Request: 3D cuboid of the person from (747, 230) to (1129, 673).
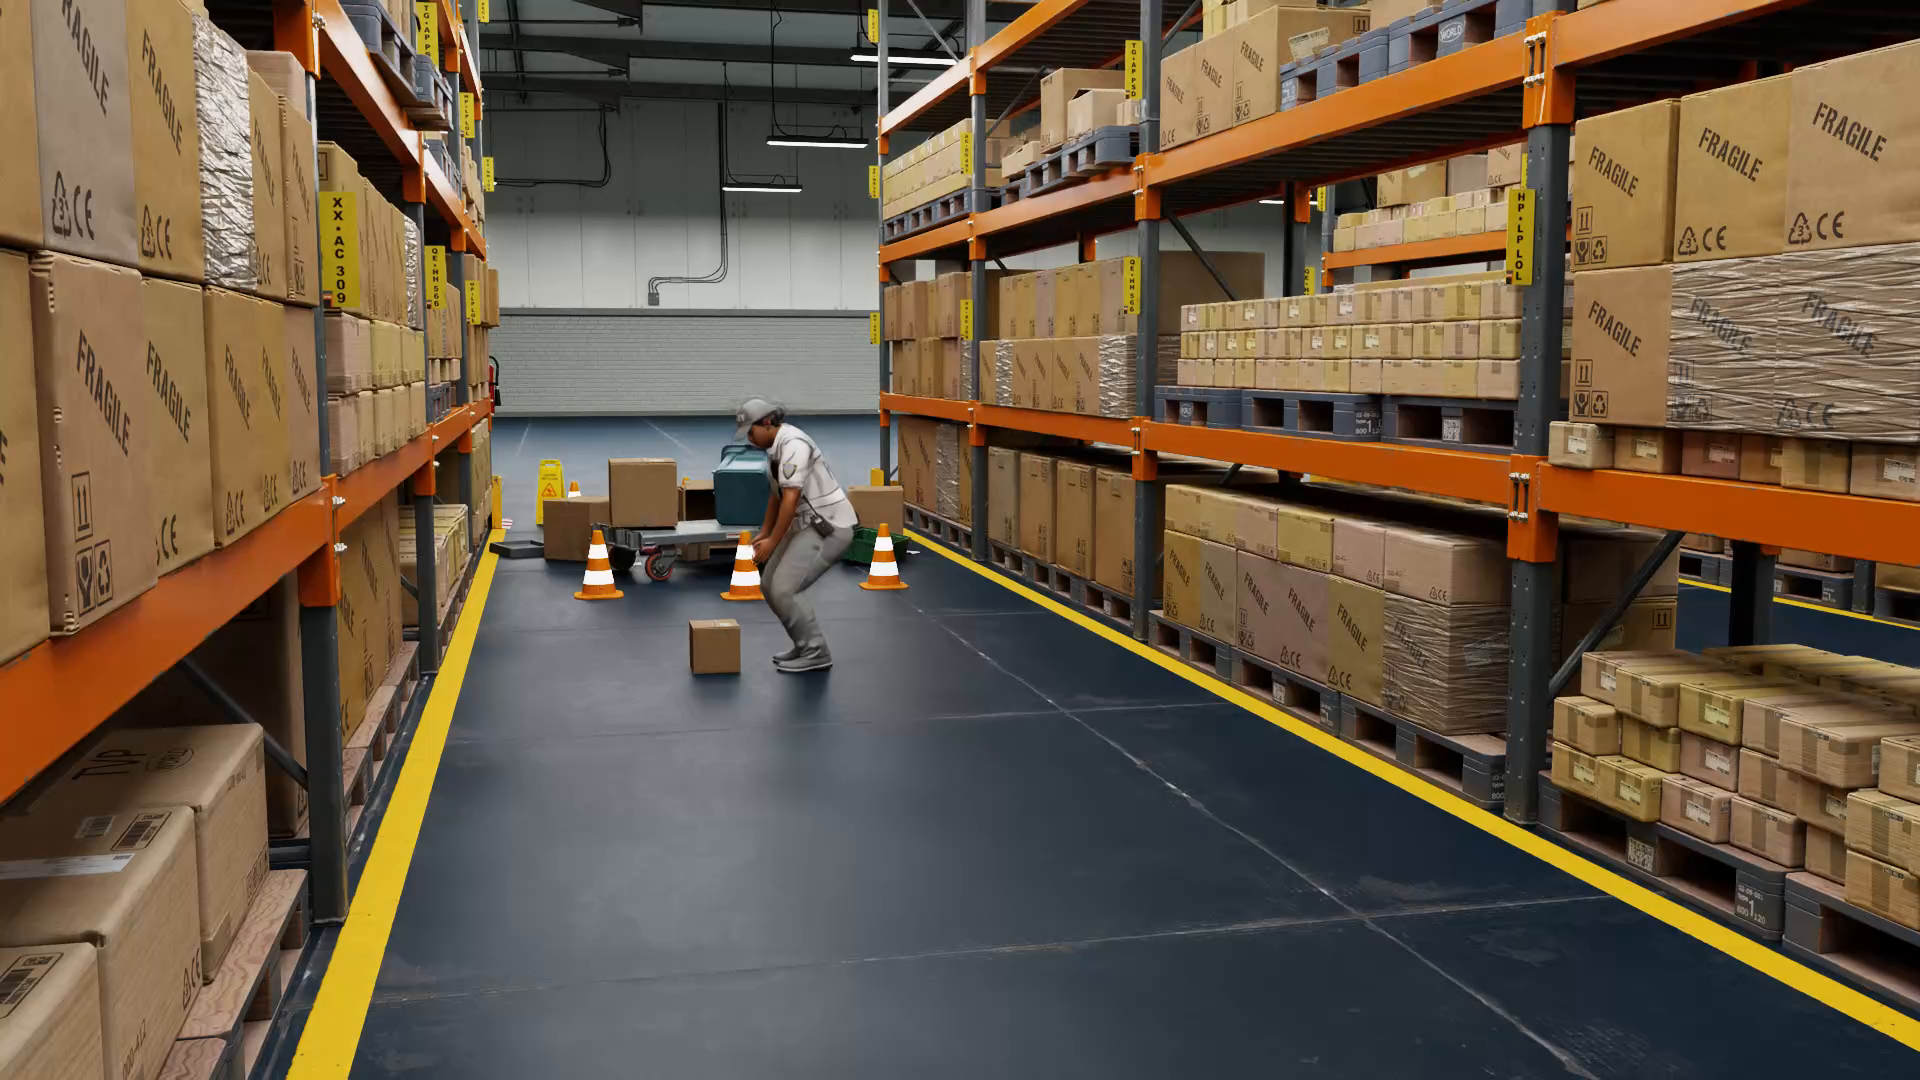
[{"bbox_3d":[2.057,-4.618,30.005,16.153,6.009,40.895,-1,6,-13],"label":"person"}]
